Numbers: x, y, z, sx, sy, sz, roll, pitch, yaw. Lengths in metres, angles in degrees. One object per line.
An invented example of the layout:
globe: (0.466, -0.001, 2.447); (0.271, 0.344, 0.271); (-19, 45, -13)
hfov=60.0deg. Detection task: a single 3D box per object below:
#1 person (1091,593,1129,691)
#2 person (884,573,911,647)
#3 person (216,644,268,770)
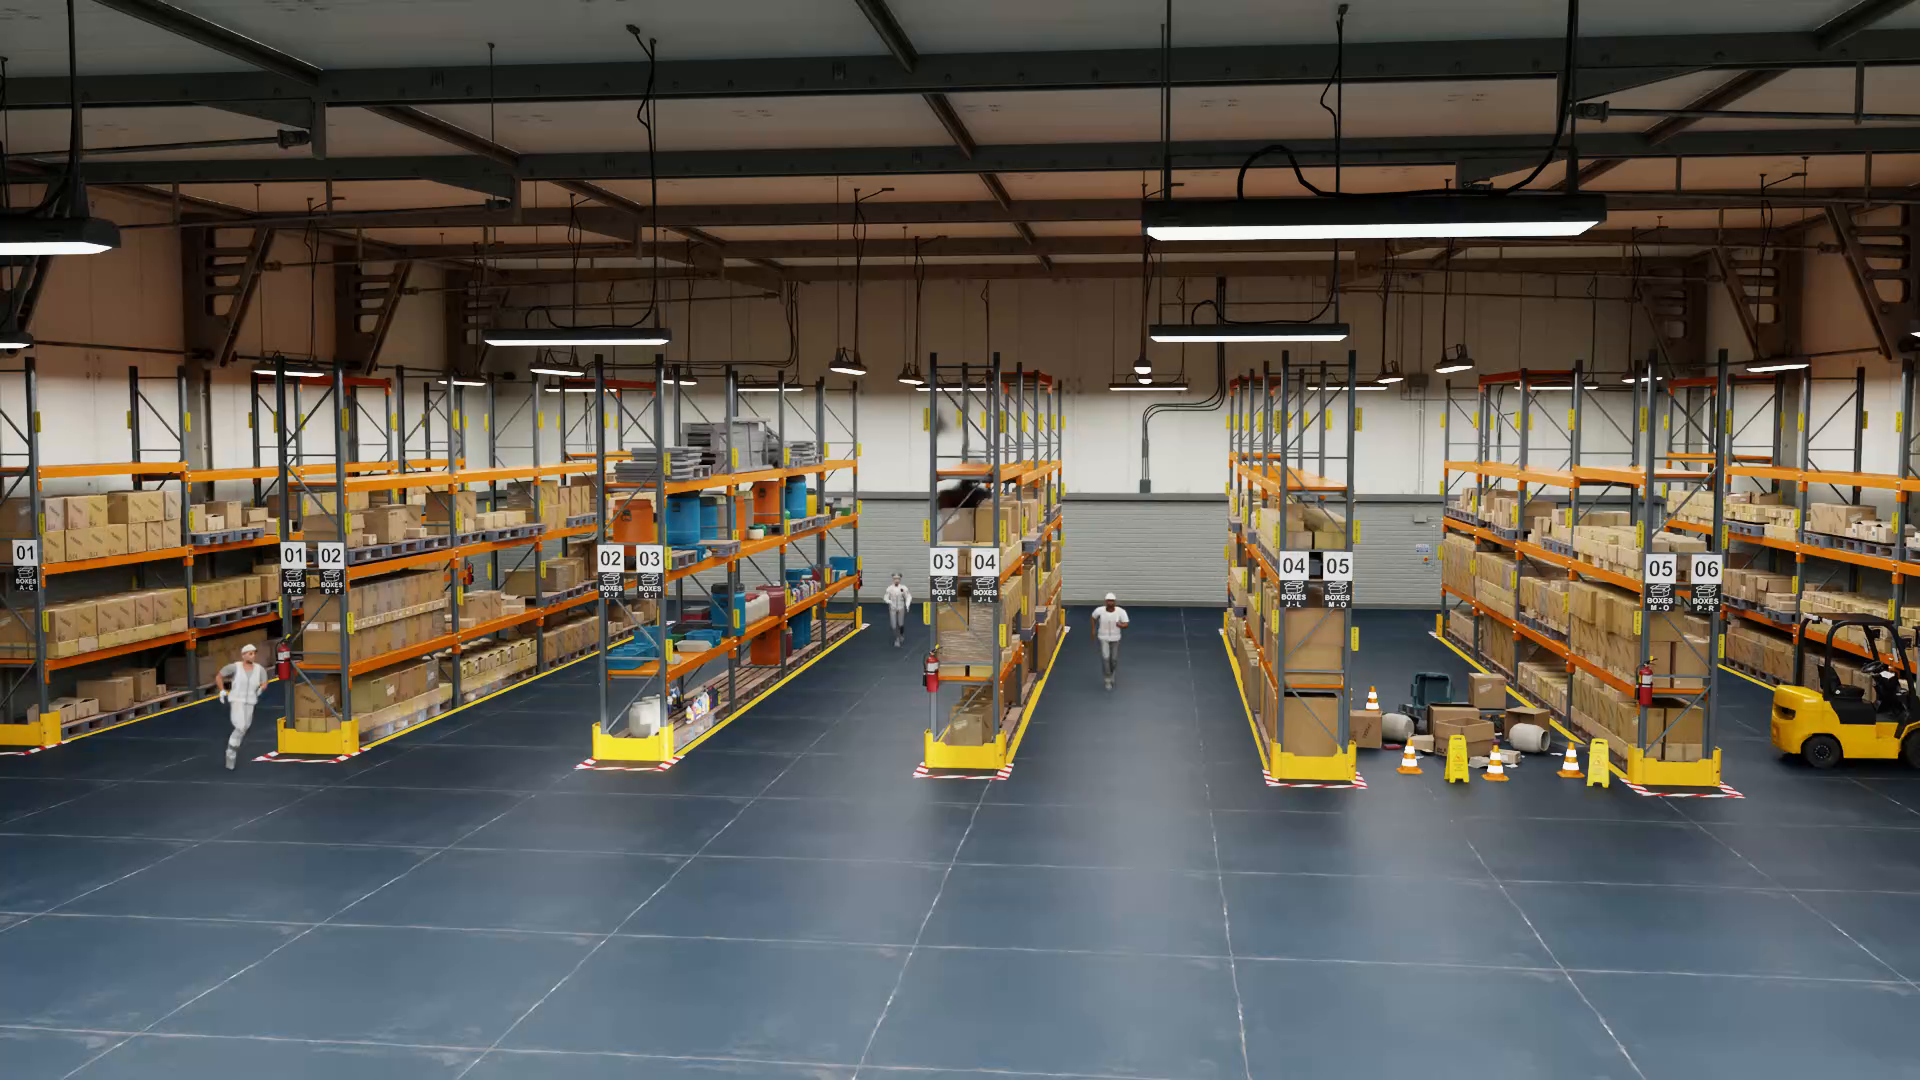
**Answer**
person: (2.826, 1.885, 31.320); (0.684, 1.801, 0.908); (0, 4, -1)
person: (-1.395, 1.557, 37.063); (0.604, 1.659, 0.530); (0, 4, 1)
person: (-10.461, 2.419, 24.289); (0.712, 1.793, 0.697); (4, 6, 43)
